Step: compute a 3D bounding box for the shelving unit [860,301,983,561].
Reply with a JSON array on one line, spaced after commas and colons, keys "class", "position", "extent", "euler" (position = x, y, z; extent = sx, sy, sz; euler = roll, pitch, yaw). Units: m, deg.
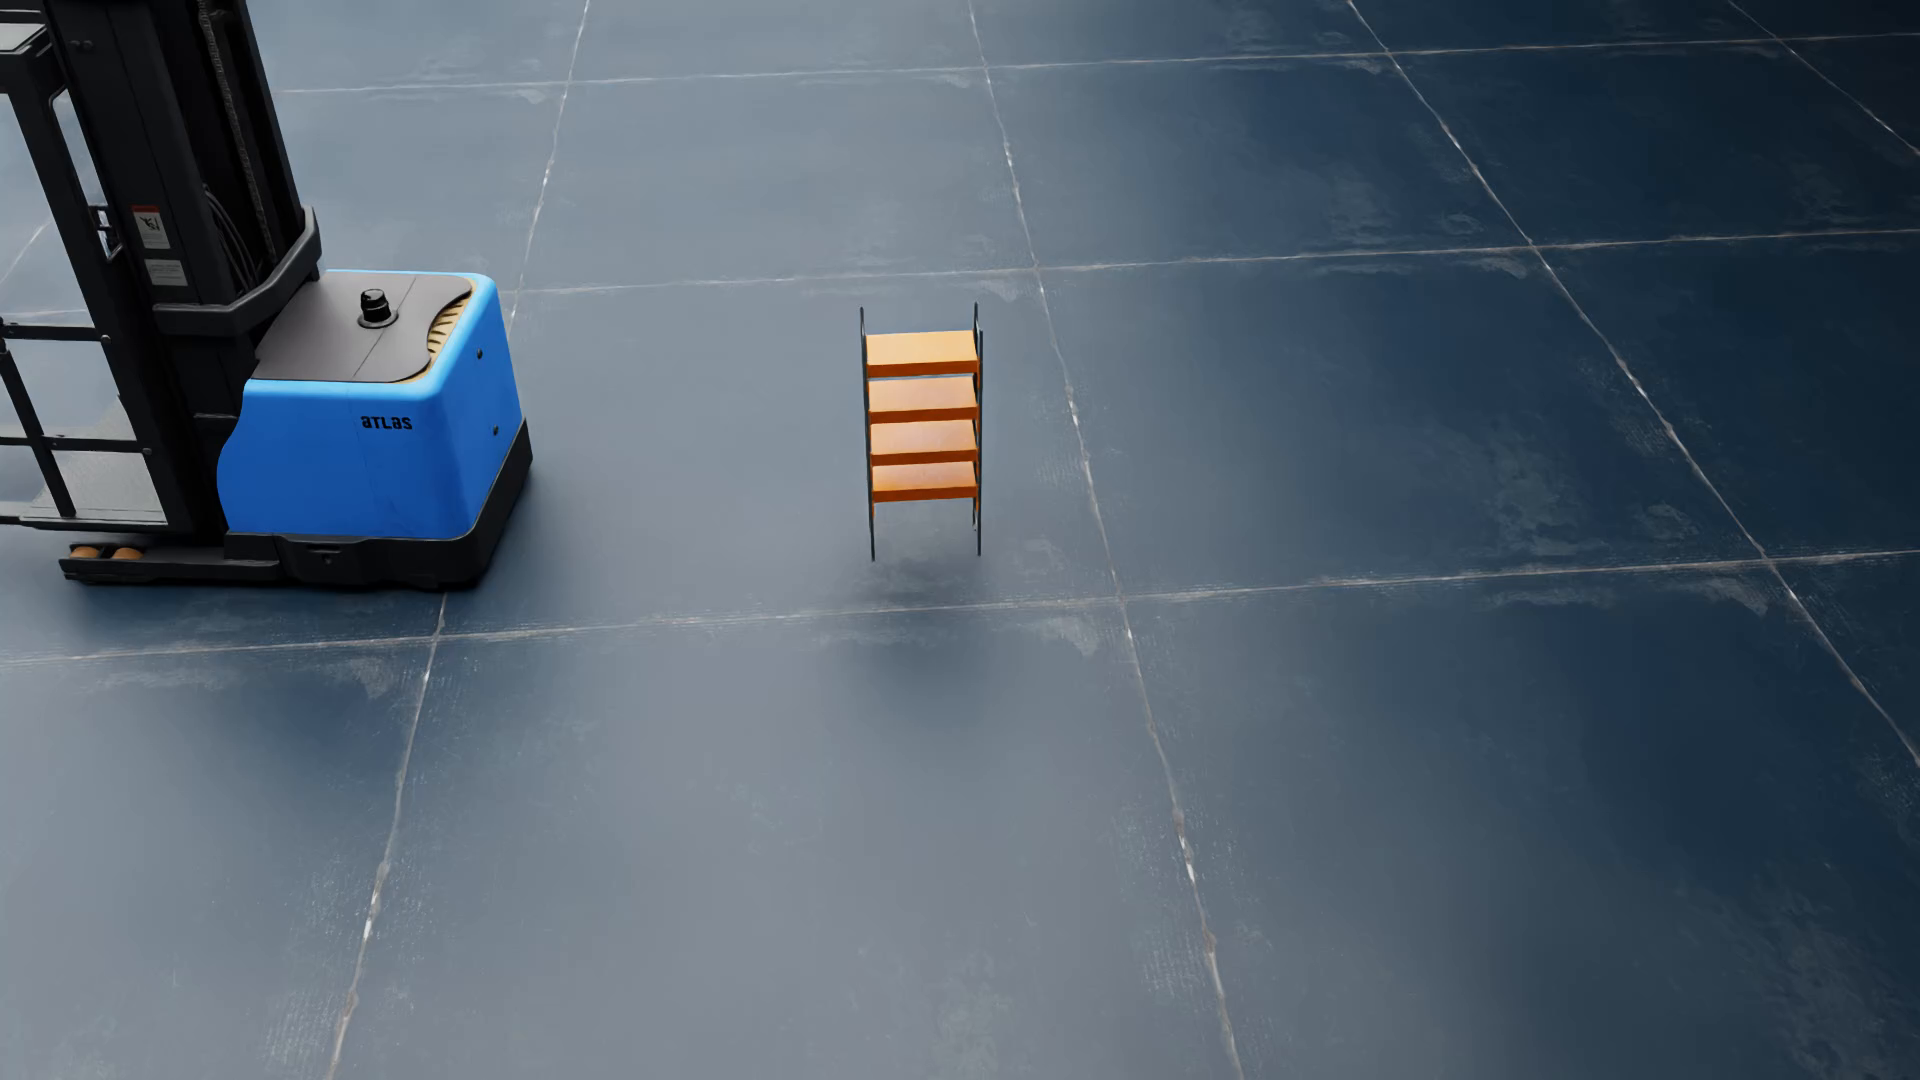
[{"class": "shelving unit", "position": [-0.165, -0.462, 7.367], "extent": [0.503, 1.200, 0.258], "euler": [-3, 38, -4]}]

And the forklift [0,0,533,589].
[{"class": "forklift", "position": [-3.625, -1.276, 7.000], "extent": [3.031, 2.935, 1.130], "euler": [2, 38, 2]}]

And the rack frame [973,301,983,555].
[{"class": "rack frame", "position": [0.078, -0.475, 7.384], "extent": [0.015, 1.200, 0.240], "euler": [-3, 38, -4]}]

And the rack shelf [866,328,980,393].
[{"class": "rack shelf", "position": [-0.165, -0.770, 7.123], "extent": [0.480, 0.148, 0.258], "euler": [-3, 38, -4]}]

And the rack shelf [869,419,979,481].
[{"class": "rack shelf", "position": [-0.165, -0.409, 7.409], "extent": [0.480, 0.148, 0.258], "euler": [-3, 38, -4]}]

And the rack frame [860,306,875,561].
[{"class": "rack frame", "position": [-0.408, -0.449, 7.350], "extent": [0.015, 1.200, 0.240], "euler": [-3, 38, -4]}]

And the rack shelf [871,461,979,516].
[{"class": "rack shelf", "position": [-0.165, -0.253, 7.532], "extent": [0.480, 0.148, 0.258], "euler": [-3, 38, -4]}]

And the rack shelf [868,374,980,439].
[{"class": "rack shelf", "position": [-0.165, -0.585, 7.270], "extent": [0.480, 0.148, 0.258], "euler": [-3, 38, -4]}]
